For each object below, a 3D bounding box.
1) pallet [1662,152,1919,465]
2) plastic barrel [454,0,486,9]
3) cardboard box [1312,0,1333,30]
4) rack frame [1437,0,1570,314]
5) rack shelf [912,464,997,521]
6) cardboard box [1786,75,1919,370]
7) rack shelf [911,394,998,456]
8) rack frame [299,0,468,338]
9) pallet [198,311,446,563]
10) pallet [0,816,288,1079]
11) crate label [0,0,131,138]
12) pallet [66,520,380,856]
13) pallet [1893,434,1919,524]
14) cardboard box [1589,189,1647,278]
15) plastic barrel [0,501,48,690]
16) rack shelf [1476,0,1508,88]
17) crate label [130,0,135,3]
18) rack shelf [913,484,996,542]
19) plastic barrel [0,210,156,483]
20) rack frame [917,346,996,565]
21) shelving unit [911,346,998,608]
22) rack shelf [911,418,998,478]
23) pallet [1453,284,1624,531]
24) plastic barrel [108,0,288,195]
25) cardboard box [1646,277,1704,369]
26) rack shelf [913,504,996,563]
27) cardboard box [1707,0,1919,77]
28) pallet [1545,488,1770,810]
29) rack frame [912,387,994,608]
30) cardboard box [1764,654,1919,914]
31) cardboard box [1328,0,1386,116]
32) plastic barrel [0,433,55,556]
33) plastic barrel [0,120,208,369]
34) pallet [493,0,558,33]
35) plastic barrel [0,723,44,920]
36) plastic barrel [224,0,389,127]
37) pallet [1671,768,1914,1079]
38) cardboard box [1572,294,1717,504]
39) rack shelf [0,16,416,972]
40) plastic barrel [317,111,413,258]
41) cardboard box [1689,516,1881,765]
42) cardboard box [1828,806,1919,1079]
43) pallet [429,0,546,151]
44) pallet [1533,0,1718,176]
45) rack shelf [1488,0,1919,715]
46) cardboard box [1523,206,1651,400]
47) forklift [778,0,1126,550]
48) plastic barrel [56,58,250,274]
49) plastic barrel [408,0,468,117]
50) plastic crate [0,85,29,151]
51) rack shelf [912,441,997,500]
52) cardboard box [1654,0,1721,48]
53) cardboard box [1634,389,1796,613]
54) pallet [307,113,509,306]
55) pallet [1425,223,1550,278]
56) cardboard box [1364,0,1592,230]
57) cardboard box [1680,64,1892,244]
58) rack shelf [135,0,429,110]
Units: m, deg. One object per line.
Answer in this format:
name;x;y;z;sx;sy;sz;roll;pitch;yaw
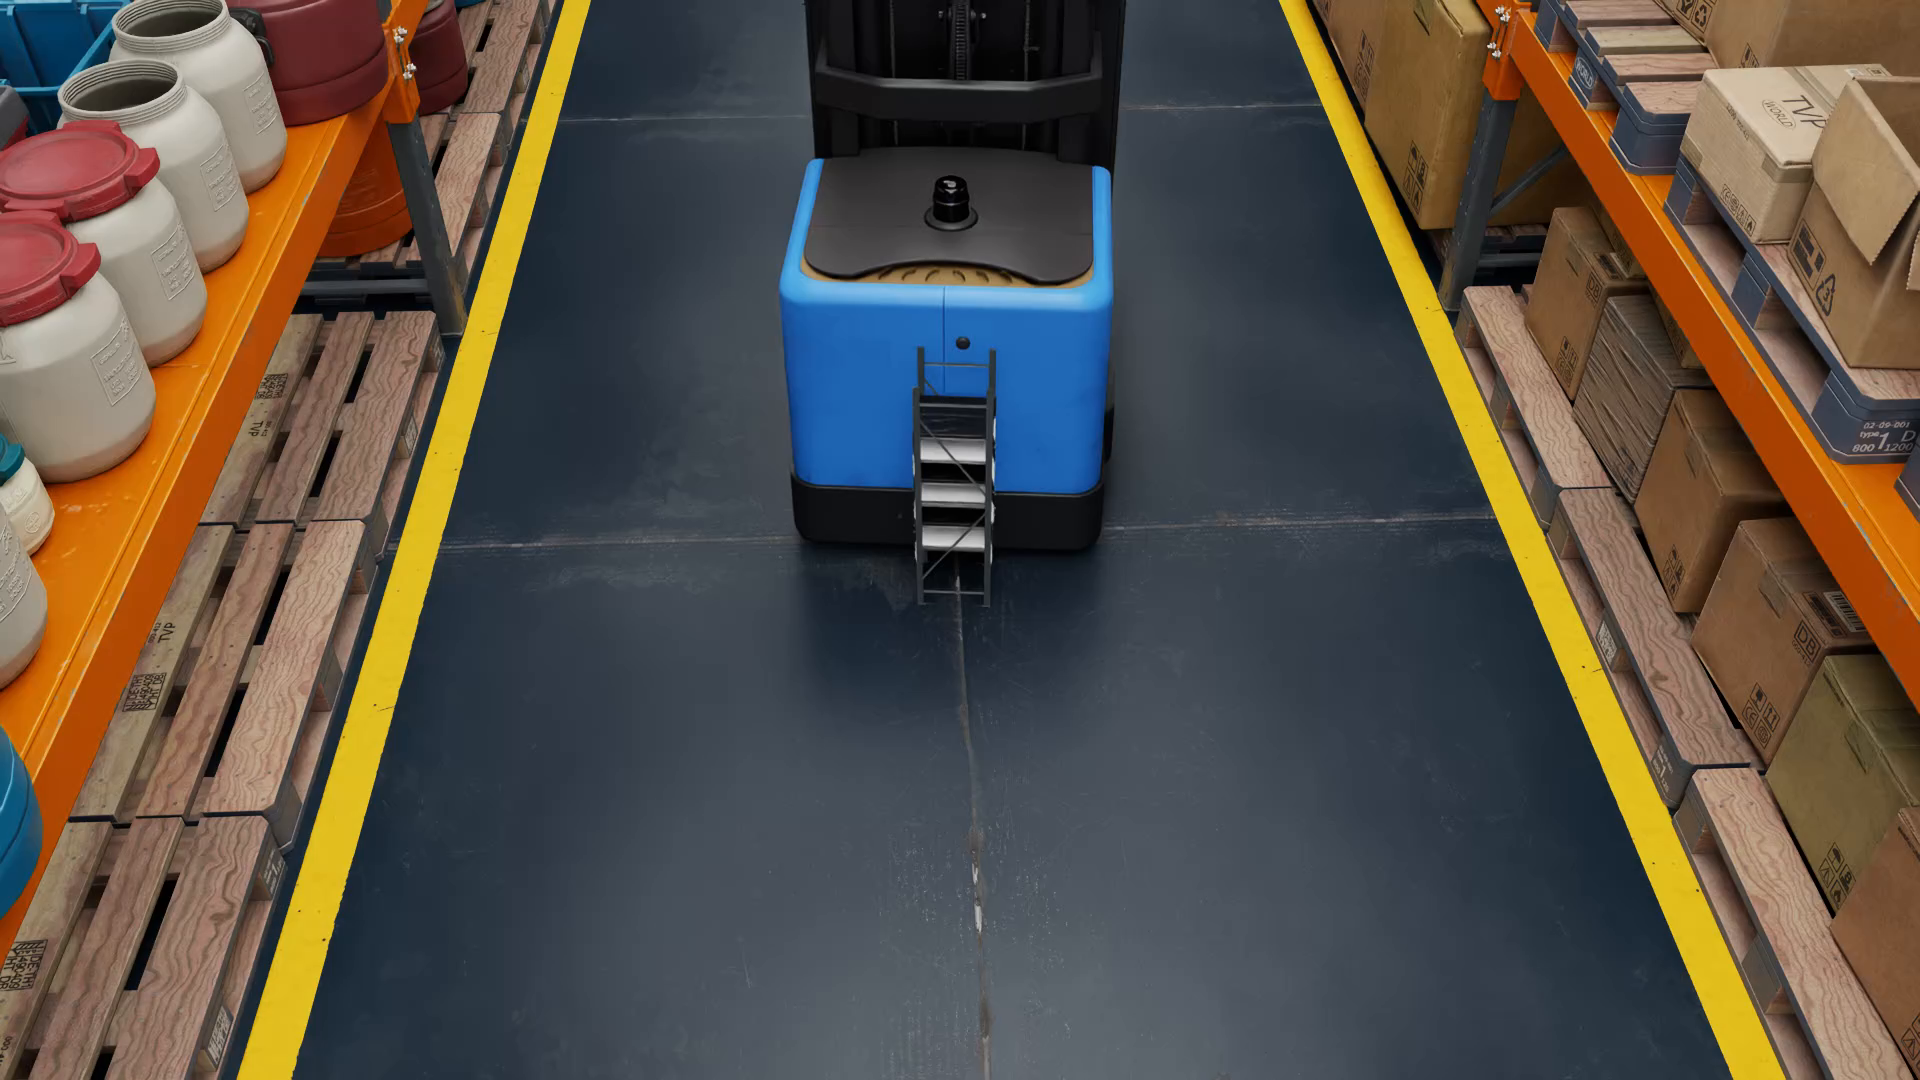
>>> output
pallet;2.590;-0.676;4.409;1.003;0.211;1.213;-2;43;-2
plastic barrel;-2.618;-3.176;8.237;0.600;0.901;0.708;-2;43;-2
cardboard box;2.381;-3.119;8.194;1.225;0.875;0.875;-3;43;-3
rack frame;2.465;-2.082;5.801;1.000;3.000;0.127;-2;43;-2
rack shelf;-0.016;-0.158;5.306;0.258;0.077;0.200;2;43;2
cardboard box;2.468;-0.742;3.952;0.797;0.503;0.637;2;43;3
rack shelf;-0.016;-0.358;5.124;0.258;0.077;0.200;2;43;2
rack frame;-2.484;-1.940;5.646;1.000;3.000;0.127;-2;43;-2
pallet;-2.490;-0.388;6.017;1.003;0.211;1.213;-2;43;-2
pallet;-2.386;1.260;4.220;1.003;0.211;1.213;-2;43;-2
crate label;-2.712;-1.274;4.894;0.502;0.435;0.616;-2;43;-2
pallet;-2.441;0.434;5.120;1.003;0.211;1.213;-2;43;-2
pallet;2.747;0.169;3.487;1.003;0.211;1.213;-2;43;-2
cardboard box;2.523;-1.147;5.751;0.500;0.250;0.500;0;43;0
plastic barrel;-2.136;0.058;3.366;0.433;0.535;0.433;0;43;0
rack shelf;2.380;-3.167;7.517;1.077;0.370;4.000;-2;43;-2
crate label;-2.841;-1.583;5.381;0.303;0.233;0.416;-2;43;-2
rack shelf;-0.016;-0.092;5.367;0.258;0.077;0.200;2;43;2
plastic barrel;-2.167;-0.437;3.906;0.433;0.535;0.433;0;43;0
rack frame;-0.010;-0.252;5.359;0.240;0.900;0.006;2;43;2
shelving unit;-0.016;-0.183;5.284;0.258;0.900;0.210;2;43;2
rack shelf;-0.016;-0.291;5.185;0.258;0.077;0.200;2;43;2
pallet;2.496;-0.526;6.168;1.003;0.211;1.213;-2;43;-2
plastic barrel;-2.227;-1.293;4.857;0.421;0.512;0.421;0;43;0
cardboard box;2.556;-0.790;5.361;0.500;0.250;0.500;3;43;3
rack shelf;-0.016;-0.026;5.428;0.258;0.077;0.200;2;43;2
cardboard box;2.651;-1.536;4.821;0.700;0.500;0.500;4;43;5
pallet;2.545;0.295;5.272;1.003;0.211;1.213;-2;43;-2
rack frame;-0.021;-0.114;5.209;0.240;0.900;0.006;2;43;2
cardboard box;2.628;0.640;4.356;0.700;0.500;0.500;-2;43;-2
cardboard box;2.426;-2.522;7.543;1.225;0.875;0.875;-2;43;-2
plastic barrel;-2.217;-0.086;3.726;0.301;0.262;0.301;0;43;0
plastic barrel;-2.185;-0.729;4.225;0.433;0.535;0.433;0;43;0
pallet;-2.663;-3.090;8.965;1.003;0.211;1.213;-2;43;-2
plastic barrel;-2.028;0.306;2.825;0.600;0.901;0.708;-2;43;-2
plastic barrel;-2.162;-1.685;5.268;0.600;0.536;0.708;-2;43;-2
pallet;2.600;1.121;4.371;1.003;0.211;1.213;-2;43;-2
cardboard box;2.549;-0.497;5.596;0.700;0.500;0.500;-5;43;-5
rack shelf;-2.399;-0.324;4.416;1.077;0.370;4.000;-2;43;-2
plastic barrel;-2.522;-1.624;6.597;0.600;0.830;0.708;-2;43;-2
cardboard box;2.604;0.263;4.768;0.700;0.500;0.500;-5;43;-5
cardboard box;2.630;0.963;4.004;0.700;0.500;0.500;-5;43;-5
pallet;-2.608;-2.264;8.064;1.003;0.211;1.213;-2;43;-2
pallet;2.601;-1.533;5.345;1.213;0.211;1.003;-2;43;-2
rack shelf;2.549;-0.466;4.571;1.077;0.370;4.000;-2;43;-2
cardboard box;2.513;-0.871;6.004;0.700;0.500;0.500;-4;43;-4
forklift;0.031;-2.030;5.796;1.130;2.935;3.031;2;43;2
plastic barrel;-2.209;-1.008;4.547;0.421;0.512;0.421;0;43;0
plastic barrel;-2.570;-2.298;7.511;0.600;0.588;0.708;-2;43;-2
plastic crate;-2.721;-0.864;4.425;0.402;0.464;0.583;-2;43;-2
rack shelf;-0.016;-0.225;5.245;0.258;0.077;0.200;2;43;2
cardboard box;2.527;-1.910;5.229;0.500;0.500;0.500;-6;43;-7
cardboard box;2.580;-0.114;5.179;0.700;0.500;0.500;2;43;2
pallet;-2.559;-1.443;7.168;1.003;0.211;1.213;-2;43;-2
pallet;2.506;-1.588;7.326;1.003;0.211;1.213;-2;43;-2
cardboard box;2.456;-1.920;6.886;1.225;0.875;0.875;-3;43;-4
cardboard box;2.306;-1.043;4.468;0.500;0.250;0.500;-3;43;-3
rack shelf;-2.569;-3.025;7.362;1.077;0.370;4.000;-2;43;-2
